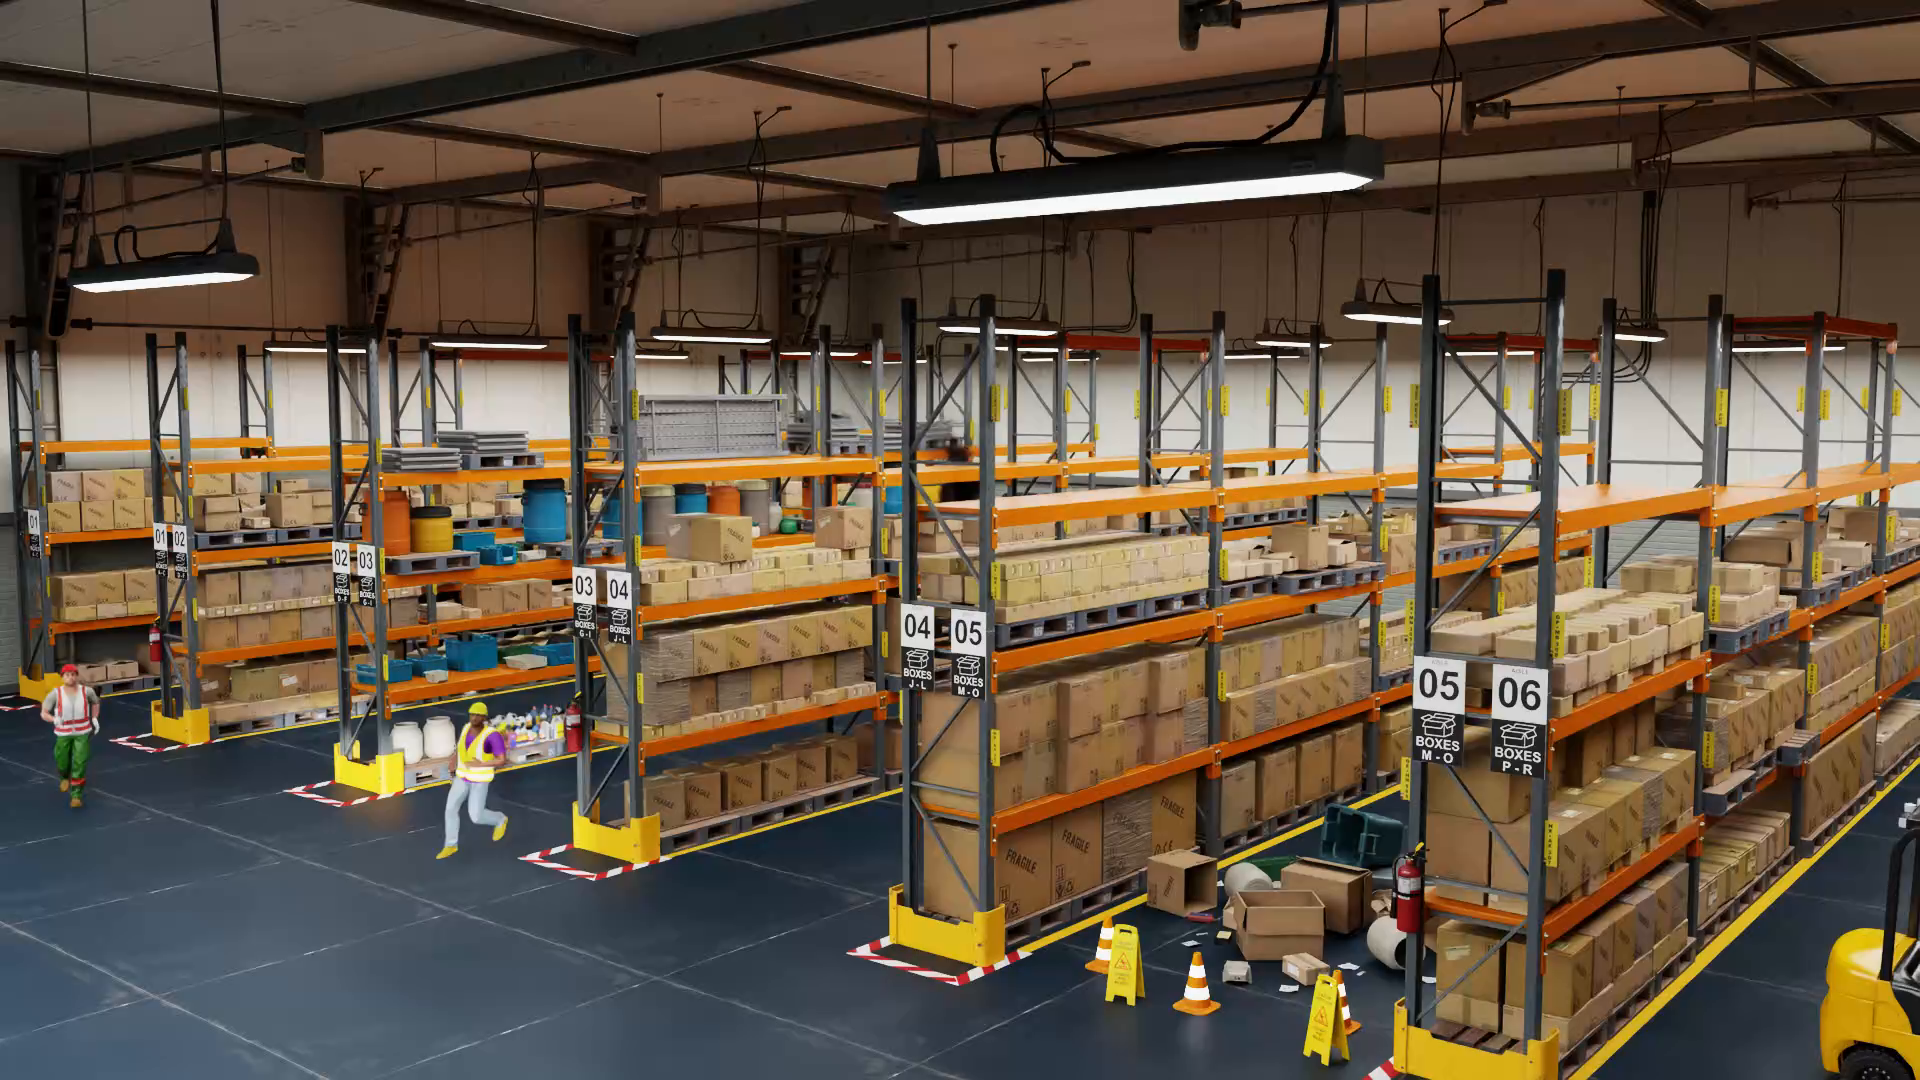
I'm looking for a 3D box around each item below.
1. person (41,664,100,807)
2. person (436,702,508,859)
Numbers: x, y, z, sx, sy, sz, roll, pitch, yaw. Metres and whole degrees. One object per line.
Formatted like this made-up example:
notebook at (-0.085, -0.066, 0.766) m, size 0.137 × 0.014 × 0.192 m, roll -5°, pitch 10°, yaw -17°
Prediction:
person at (-11.097, 2.416, 20.777) m, size 0.663 × 1.757 × 0.782 m, roll -3°, pitch 6°, yaw -33°
person at (-5.398, 2.659, 18.600) m, size 0.733 × 1.724 × 0.825 m, roll 2°, pitch 6°, yaw 24°
